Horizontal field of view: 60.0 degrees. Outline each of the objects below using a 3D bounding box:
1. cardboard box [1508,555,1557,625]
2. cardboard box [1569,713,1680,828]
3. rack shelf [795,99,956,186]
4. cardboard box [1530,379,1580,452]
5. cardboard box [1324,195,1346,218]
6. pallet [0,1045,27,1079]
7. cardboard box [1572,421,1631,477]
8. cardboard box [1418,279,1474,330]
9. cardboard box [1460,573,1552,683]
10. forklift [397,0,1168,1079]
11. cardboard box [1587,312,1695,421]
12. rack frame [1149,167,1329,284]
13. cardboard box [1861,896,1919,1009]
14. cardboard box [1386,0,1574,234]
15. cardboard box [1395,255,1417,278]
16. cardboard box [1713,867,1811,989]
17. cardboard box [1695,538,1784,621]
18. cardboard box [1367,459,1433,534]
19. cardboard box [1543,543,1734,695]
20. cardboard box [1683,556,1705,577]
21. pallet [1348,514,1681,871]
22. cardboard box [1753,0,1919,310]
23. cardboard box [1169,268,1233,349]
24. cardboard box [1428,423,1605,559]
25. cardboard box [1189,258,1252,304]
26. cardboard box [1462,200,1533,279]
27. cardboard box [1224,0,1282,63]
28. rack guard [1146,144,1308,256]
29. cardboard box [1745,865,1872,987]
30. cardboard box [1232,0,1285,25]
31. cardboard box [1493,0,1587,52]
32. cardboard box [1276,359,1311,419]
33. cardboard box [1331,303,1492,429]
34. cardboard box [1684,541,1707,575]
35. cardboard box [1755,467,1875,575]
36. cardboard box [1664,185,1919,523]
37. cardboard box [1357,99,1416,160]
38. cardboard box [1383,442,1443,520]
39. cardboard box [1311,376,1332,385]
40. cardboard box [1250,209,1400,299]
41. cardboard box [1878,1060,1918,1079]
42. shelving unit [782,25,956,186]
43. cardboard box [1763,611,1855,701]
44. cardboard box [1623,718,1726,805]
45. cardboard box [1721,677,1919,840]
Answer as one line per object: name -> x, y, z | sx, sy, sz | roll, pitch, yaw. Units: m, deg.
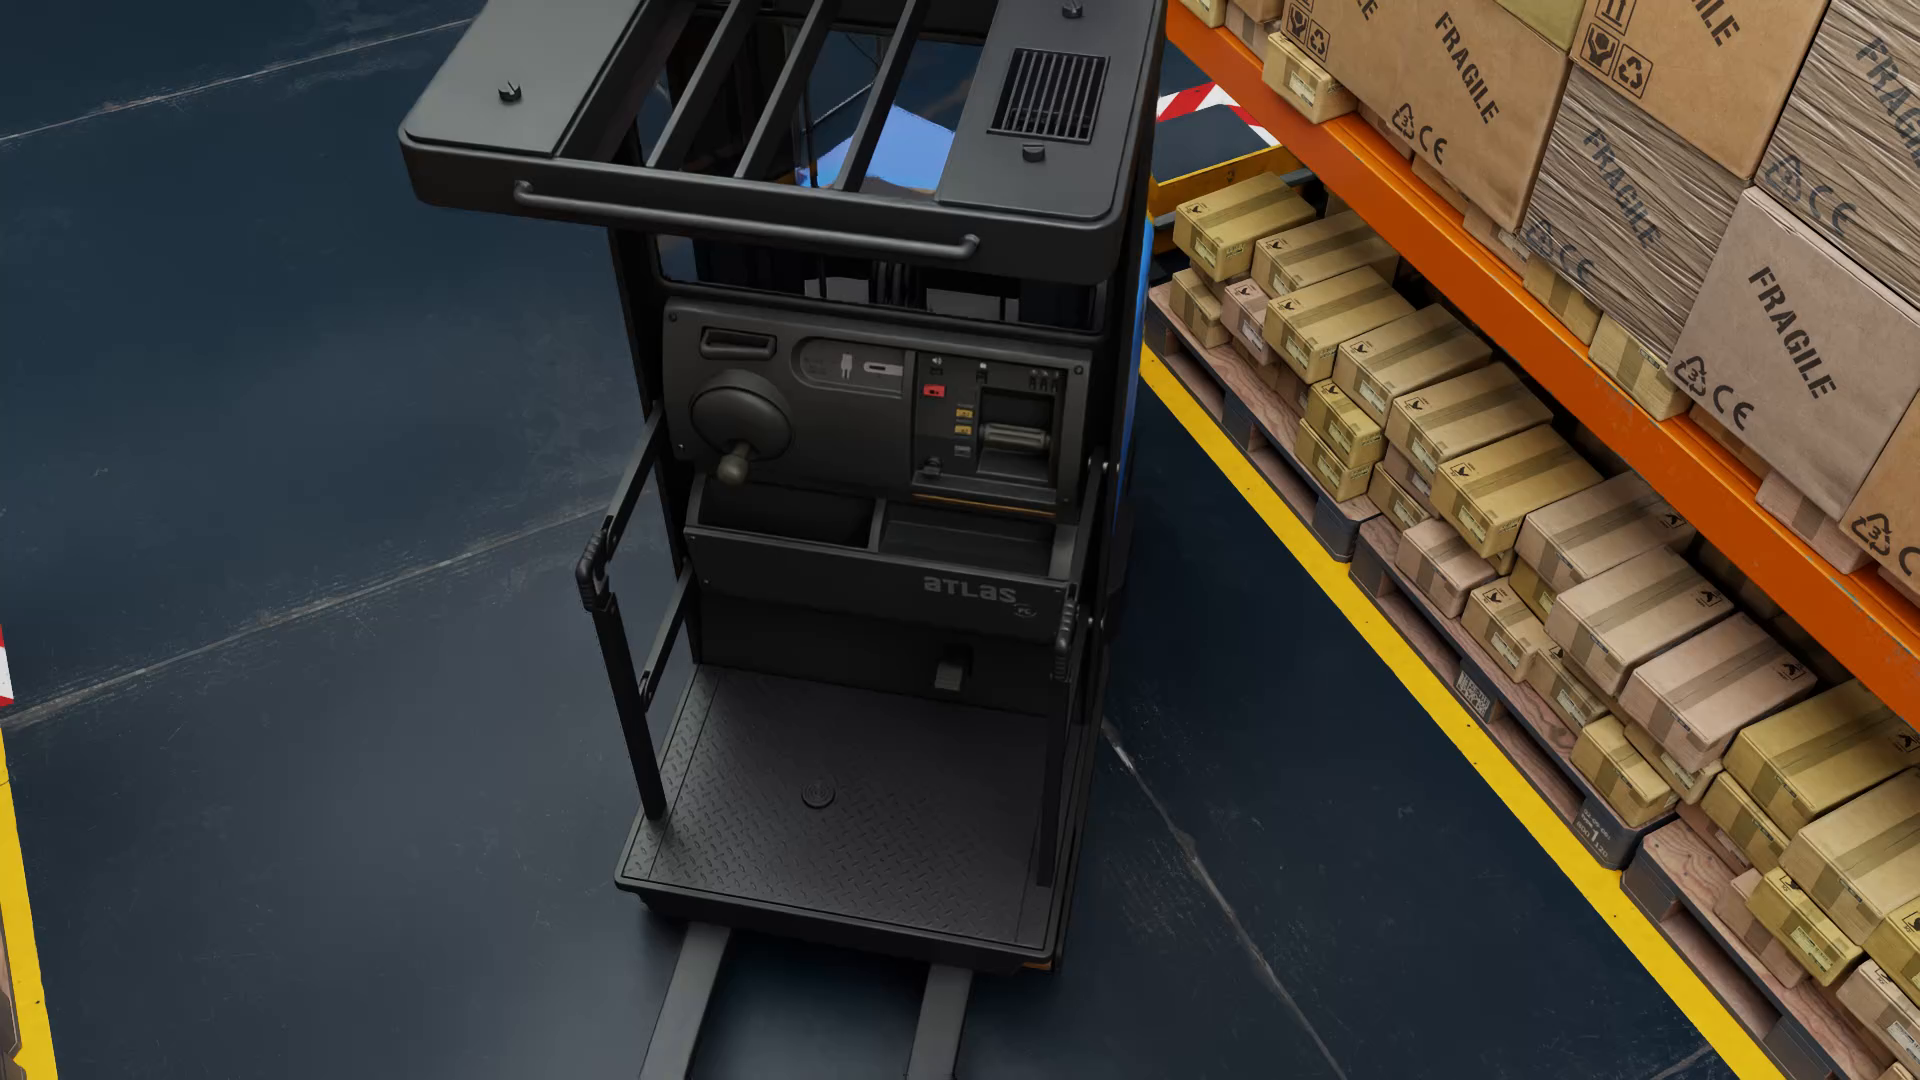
cardboard box -> 1.758, 0.098, 4.589 | 0.380, 0.149, 0.250 | -19, 51, -16
cardboard box -> 1.852, 0.555, 4.387 | 0.380, 0.149, 0.250 | -21, 52, -18
rack shelf -> 0.006, -1.076, 5.423 | 1.000, 0.185, 0.538 | 30, 53, 23
cardboard box -> 1.961, -0.438, 5.058 | 0.380, 0.149, 0.250 | -20, 52, -17
cardboard box -> 1.473, -1.128, 5.661 | 0.380, 0.149, 0.250 | -22, 53, -18
pallet -> -2.489, 1.797, 3.538 | 1.003, 0.211, 1.213 | -21, 52, -18
cardboard box -> 1.998, -0.326, 4.762 | 0.380, 0.149, 0.250 | -23, 53, -19
cardboard box -> 1.713, -0.781, 5.357 | 0.380, 0.149, 0.250 | -23, 53, -19
cardboard box -> 1.653, 0.207, 4.691 | 0.380, 0.149, 0.250 | -21, 52, -18
forklift -> -0.227, -0.173, 3.454 | 1.130, 2.935, 3.031 | 8, 49, 7
cardboard box -> 1.690, -0.457, 3.824 | 0.380, 0.149, 0.250 | -20, 52, -17
rack frame -> 0.978, -2.085, 5.081 | 1.000, 3.000, 0.127 | -21, 52, -18
cardboard box -> 2.262, 0.891, 3.698 | 0.380, 0.149, 0.250 | -21, 52, -17
cardboard box -> 1.418, -1.139, 3.989 | 0.500, 0.500, 0.500 | -21, 52, -17
cardboard box -> 1.509, -1.026, 5.374 | 0.380, 0.149, 0.250 | -20, 52, -17
cardboard box -> 2.103, 0.890, 4.094 | 0.380, 0.149, 0.250 | -23, 53, -19
cardboard box -> 2.221, 0.018, 4.461 | 0.380, 0.149, 0.250 | -23, 53, -19
cardboard box -> 1.466, -0.166, 5.018 | 0.380, 0.149, 0.250 | -21, 52, -17
cardboard box -> 1.752, 0.200, 4.302 | 0.380, 0.149, 0.250 | -23, 53, -19
cardboard box -> 2.109, 0.034, 4.842 | 0.380, 0.149, 0.250 | -20, 52, -17
pallet -> 1.907, 0.255, 4.887 | 1.003, 0.211, 1.213 | -21, 52, -18
cardboard box -> 1.890, -0.781, 3.012 | 0.500, 0.500, 0.500 | -20, 52, -17
cardboard box -> 0.933, -0.824, 5.593 | 0.380, 0.149, 0.250 | -20, 52, -17
cardboard box -> 1.535, -0.139, 4.598 | 0.380, 0.149, 0.250 | -20, 52, -17
cardboard box -> 0.989, -0.944, 5.500 | 0.380, 0.149, 0.250 | -19, 52, -16
cardboard box -> 1.494, -0.827, 4.147 | 0.380, 0.149, 0.250 | -22, 52, -18
cardboard box -> 0.988, -1.517, 4.751 | 0.380, 0.149, 0.250 | -19, 52, -16
rack guard -> 1.013, -1.211, 5.977 | 1.175, 0.500, 0.348 | -21, 52, -18
cardboard box -> 2.108, 0.843, 3.937 | 0.380, 0.149, 0.250 | -23, 53, -19
cardboard box -> 0.938, -1.820, 4.585 | 0.500, 0.500, 0.500 | -19, 51, -16
cardboard box -> 1.402, -1.462, 3.607 | 0.500, 0.500, 0.500 | -22, 52, -18
cardboard box -> 1.245, -0.513, 5.321 | 0.380, 0.149, 0.250 | -21, 52, -17
cardboard box -> 1.337, -0.520, 4.931 | 0.380, 0.149, 0.250 | -24, 53, -19
cardboard box -> 2.213, -0.086, 4.750 | 0.380, 0.149, 0.250 | -21, 52, -17
cardboard box -> 1.939, -0.123, 3.531 | 0.380, 0.149, 0.250 | -23, 53, -19
cardboard box -> 1.873, -0.446, 3.384 | 0.500, 0.500, 0.500 | -21, 52, -18
cardboard box -> 1.304, -1.192, 4.466 | 0.380, 0.149, 0.250 | -19, 51, -16
cardboard box -> 1.482, -0.254, 4.896 | 0.380, 0.149, 0.250 | -23, 53, -19
cardboard box -> 1.255, -0.608, 5.206 | 0.380, 0.149, 0.250 | -21, 52, -17
cardboard box -> 1.149, -0.870, 5.238 | 0.380, 0.149, 0.250 | -20, 52, -17
cardboard box -> 2.326, 1.247, 3.781 | 0.380, 0.149, 0.250 | -21, 52, -17
shelving unit -> 0.010, -1.197, 5.290 | 1.048, 1.500, 0.538 | 30, 53, 23
cardboard box -> 2.362, 0.279, 4.431 | 0.380, 0.149, 0.250 | -19, 51, -16
cardboard box -> 1.947, 0.478, 4.257 | 0.380, 0.149, 0.250 | -20, 52, -17
cardboard box -> 2.092, 0.526, 4.017 | 0.380, 0.149, 0.250 | -20, 52, -16
